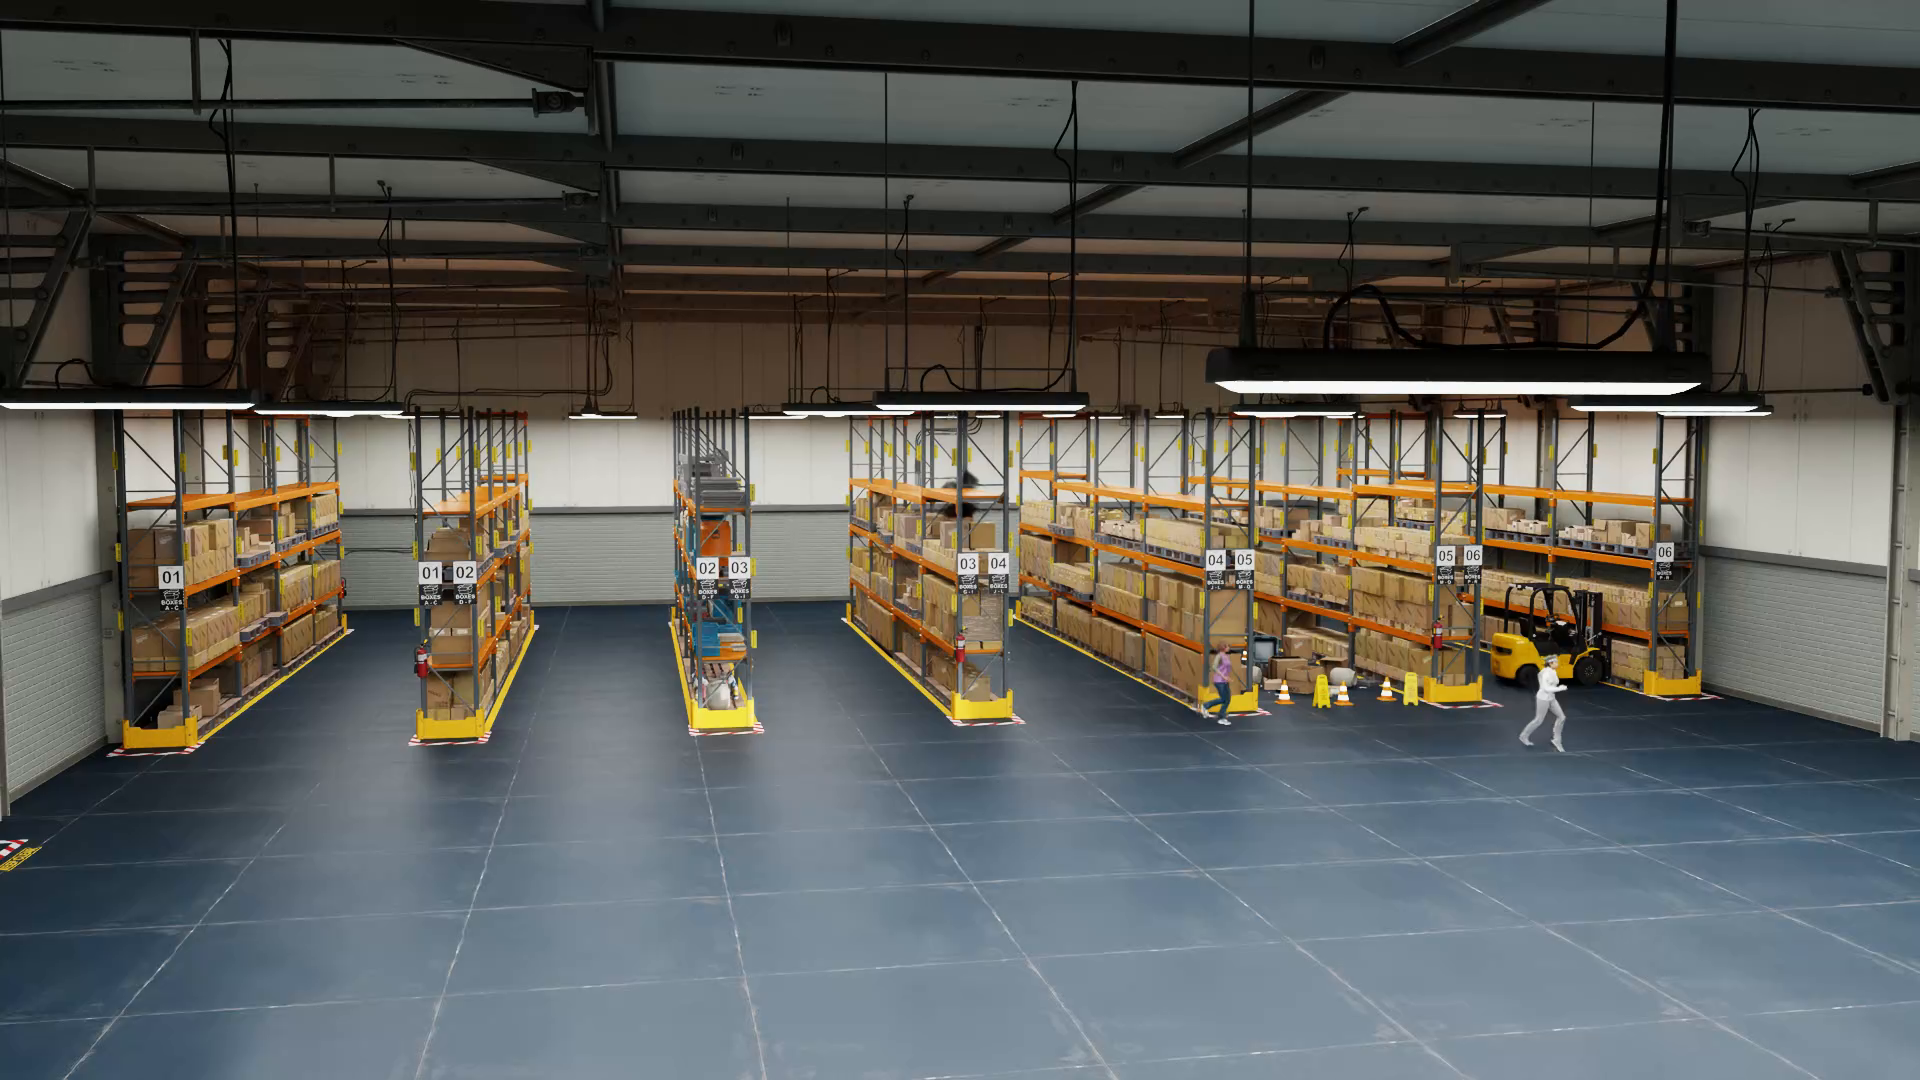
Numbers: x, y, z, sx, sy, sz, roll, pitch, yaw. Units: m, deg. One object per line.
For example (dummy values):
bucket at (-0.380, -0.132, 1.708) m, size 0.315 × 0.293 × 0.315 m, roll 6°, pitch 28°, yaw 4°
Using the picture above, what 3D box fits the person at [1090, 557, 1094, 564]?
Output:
person at (3.924, 1.404, 48.517) m, size 0.624 × 1.822 × 1.008 m, roll -1°, pitch 4°, yaw -12°

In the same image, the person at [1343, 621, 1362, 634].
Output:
person at (10.121, 1.816, 42.773) m, size 0.657 × 1.748 × 0.698 m, roll -1°, pitch 4°, yaw -18°

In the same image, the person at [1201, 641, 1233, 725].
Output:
person at (4.926, 2.699, 31.615) m, size 0.613 × 1.555 × 0.556 m, roll 2°, pitch 5°, yaw 29°

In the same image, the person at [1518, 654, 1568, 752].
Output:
person at (10.178, 2.828, 29.007) m, size 0.829 × 1.724 × 0.638 m, roll 3°, pitch 5°, yaw 35°

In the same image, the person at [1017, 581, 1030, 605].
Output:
person at (1.970, 1.384, 49.805) m, size 0.569 × 1.643 × 0.616 m, roll 0°, pitch 4°, yaw 7°
